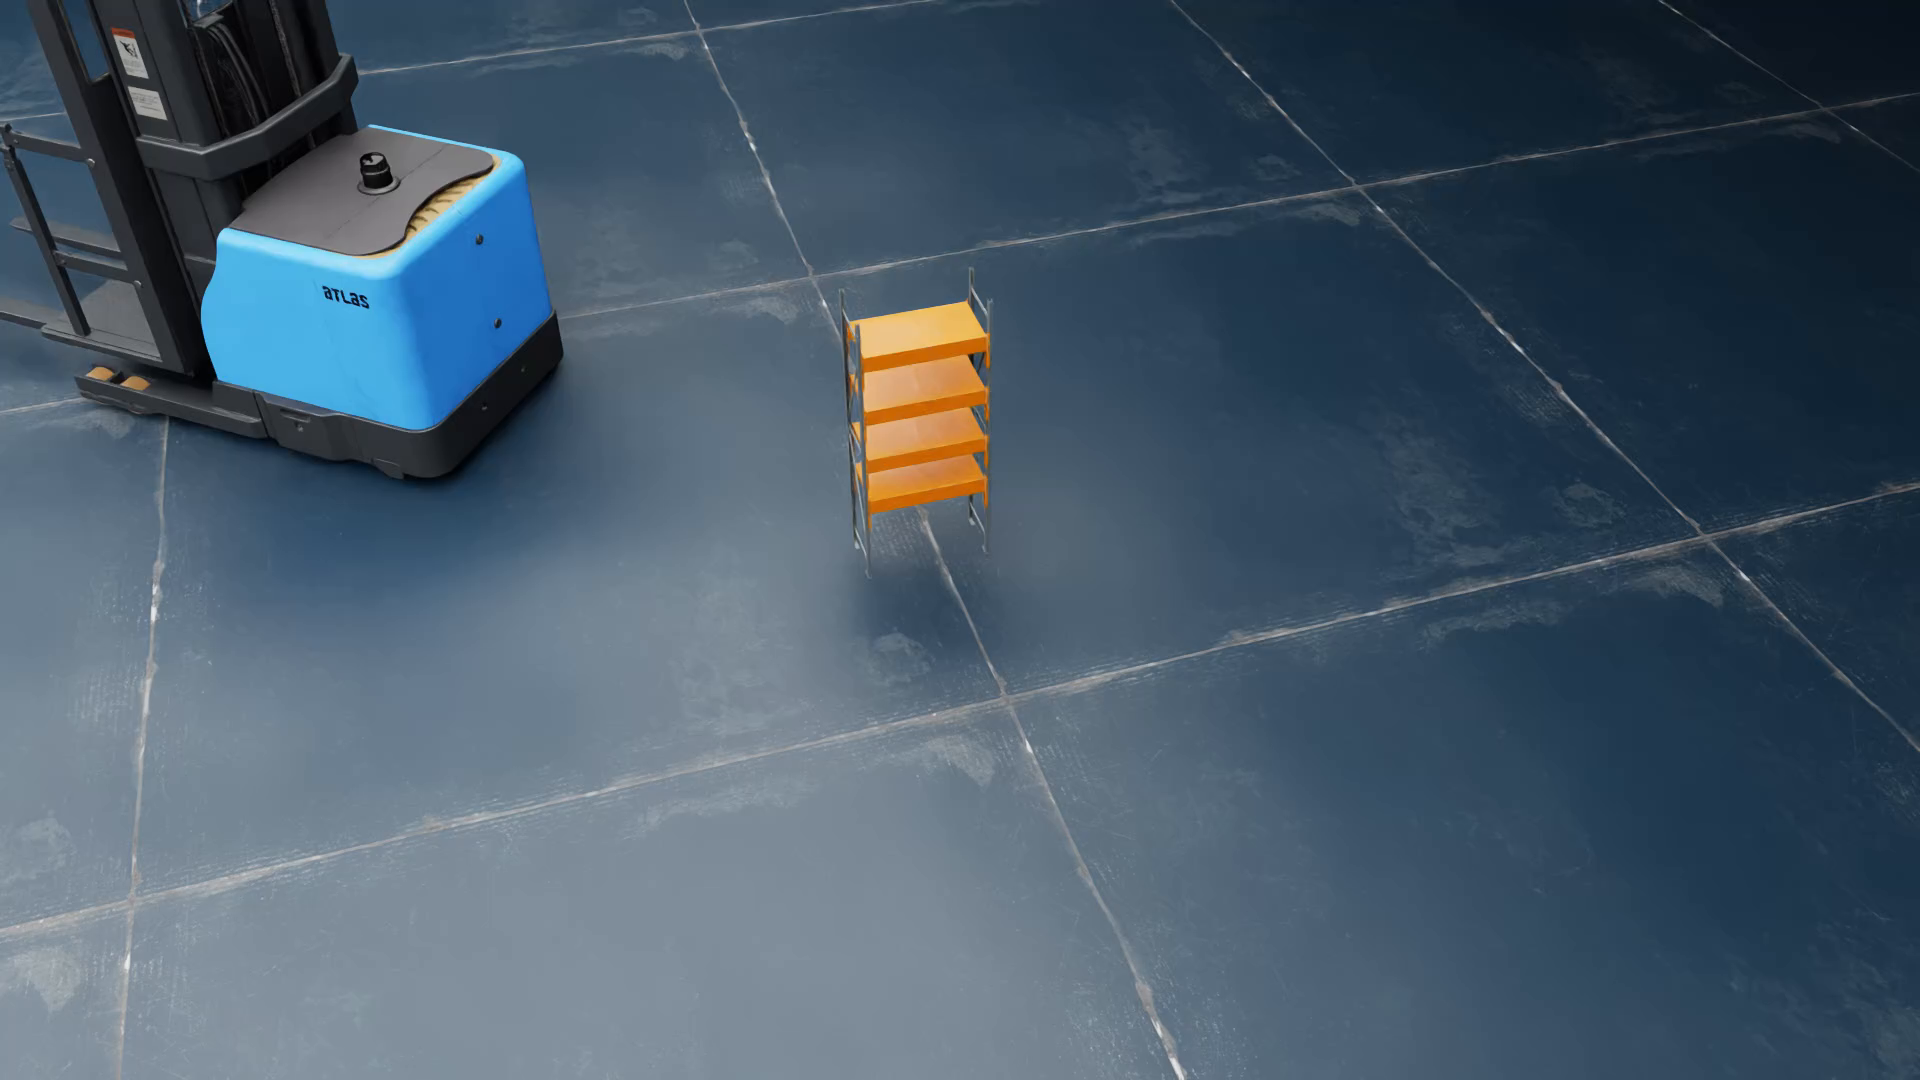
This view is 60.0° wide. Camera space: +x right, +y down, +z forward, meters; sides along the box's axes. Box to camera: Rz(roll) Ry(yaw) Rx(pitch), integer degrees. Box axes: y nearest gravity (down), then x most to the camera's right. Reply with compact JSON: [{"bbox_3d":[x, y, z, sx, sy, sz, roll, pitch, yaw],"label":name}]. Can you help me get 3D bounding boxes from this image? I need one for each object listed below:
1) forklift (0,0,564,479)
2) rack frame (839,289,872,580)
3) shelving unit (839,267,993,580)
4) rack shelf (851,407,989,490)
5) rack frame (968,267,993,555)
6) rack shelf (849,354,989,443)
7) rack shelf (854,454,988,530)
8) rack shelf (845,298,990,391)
[{"bbox_3d":[-3.383,-1.970,6.777,3.031,2.935,1.130,14,43,16],"label":"forklift"},{"bbox_3d":[-0.391,-0.371,6.263,0.015,1.200,0.240,-12,42,-13],"label":"rack frame"},{"bbox_3d":[-0.158,-0.419,6.318,0.503,1.200,0.258,-12,42,-13],"label":"shelving unit"},{"bbox_3d":[-0.158,-0.368,6.362,0.480,0.148,0.258,-12,42,-13],"label":"rack shelf"},{"bbox_3d":[0.075,-0.467,6.373,0.015,1.200,0.240,-12,42,-13],"label":"rack frame"},{"bbox_3d":[-0.158,-0.537,6.215,0.480,0.148,0.258,-12,42,-13],"label":"rack shelf"},{"bbox_3d":[-0.158,-0.219,6.493,0.480,0.148,0.258,-12,42,-13],"label":"rack shelf"},{"bbox_3d":[-0.158,-0.715,6.059,0.480,0.148,0.258,-12,42,-13],"label":"rack shelf"}]
